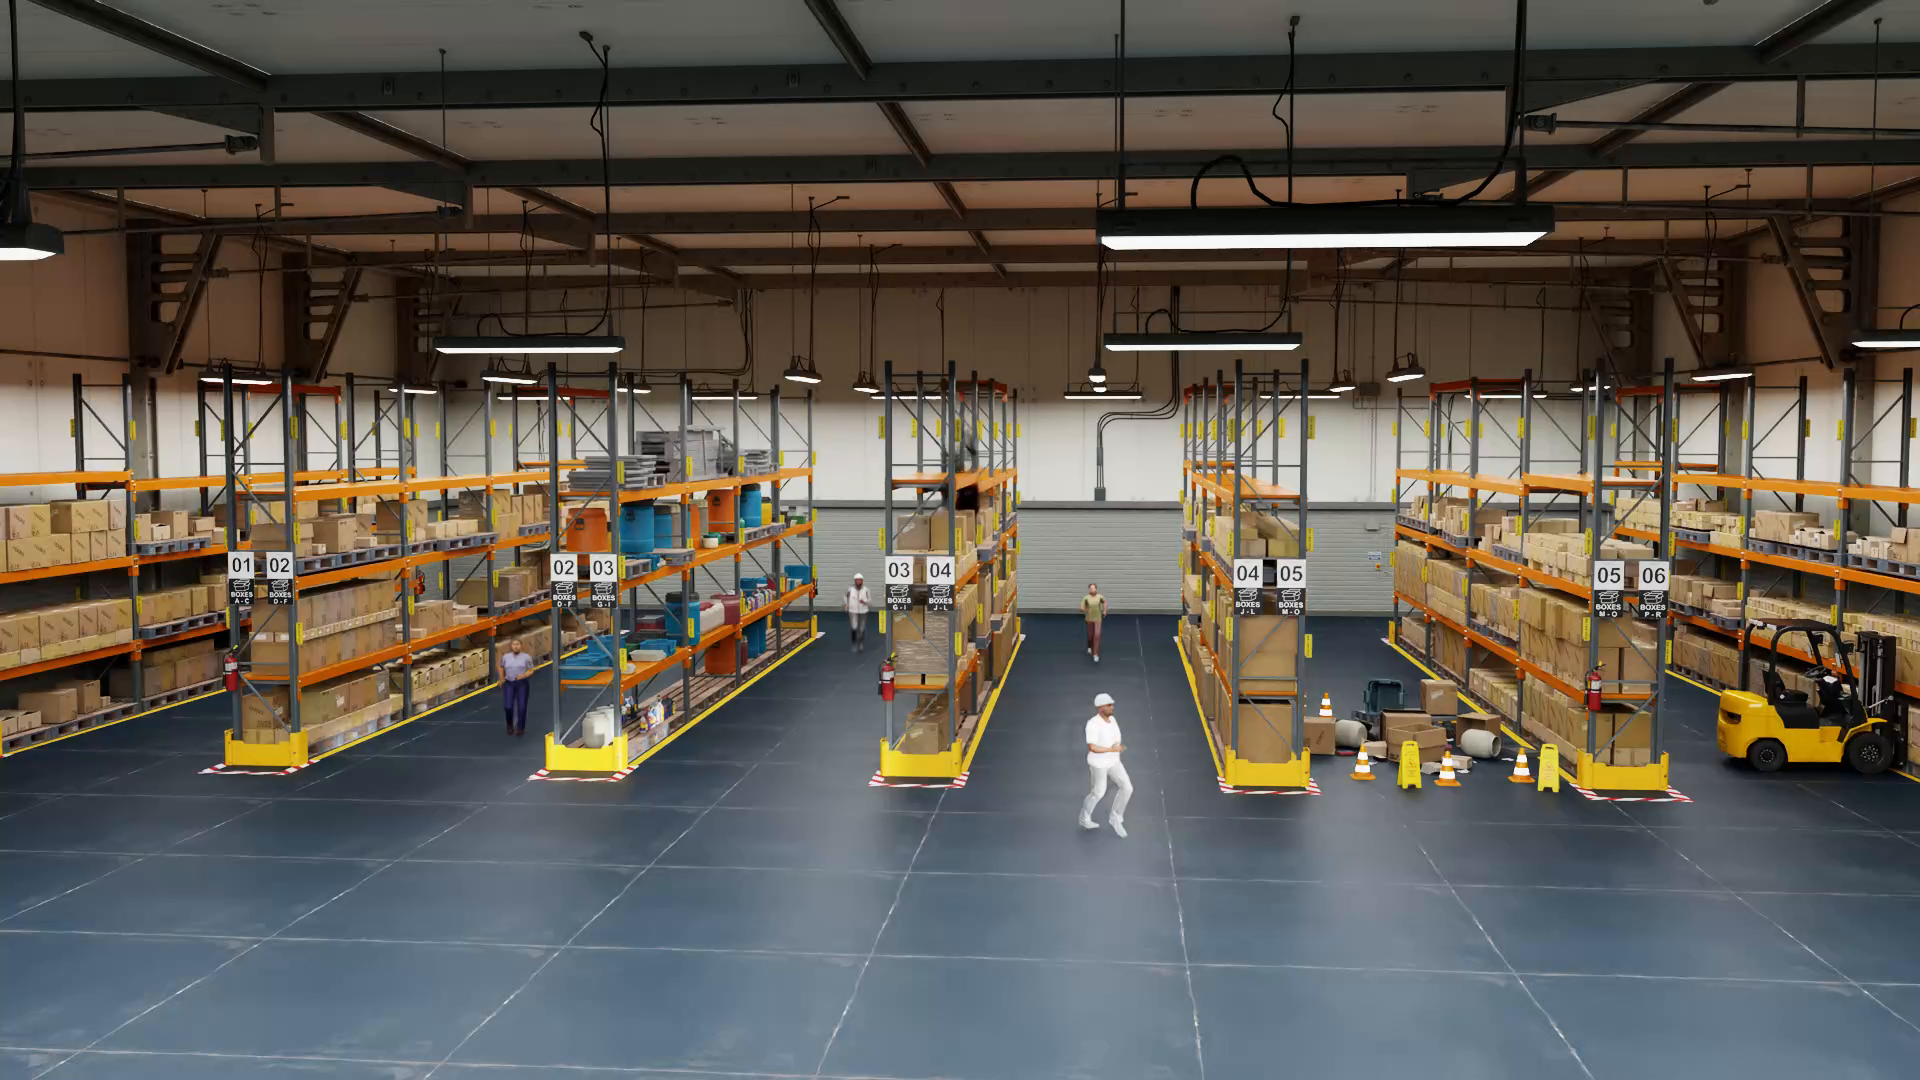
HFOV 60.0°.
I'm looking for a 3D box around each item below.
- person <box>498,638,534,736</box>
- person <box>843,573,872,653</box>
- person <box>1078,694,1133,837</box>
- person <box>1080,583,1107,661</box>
[{"bbox_3d":[-7.236,2.407,27.091,0.590,1.607,0.597,-1,4,-11],"label":"person"},{"bbox_3d":[-2.299,1.658,37.510,0.628,1.804,0.727,-1,4,-10],"label":"person"},{"bbox_3d":[1.756,2.781,20.568,0.648,1.795,0.715,-4,5,-44],"label":"person"},{"bbox_3d":[2.924,1.769,36.384,0.587,1.649,1.013,0,4,1],"label":"person"}]
